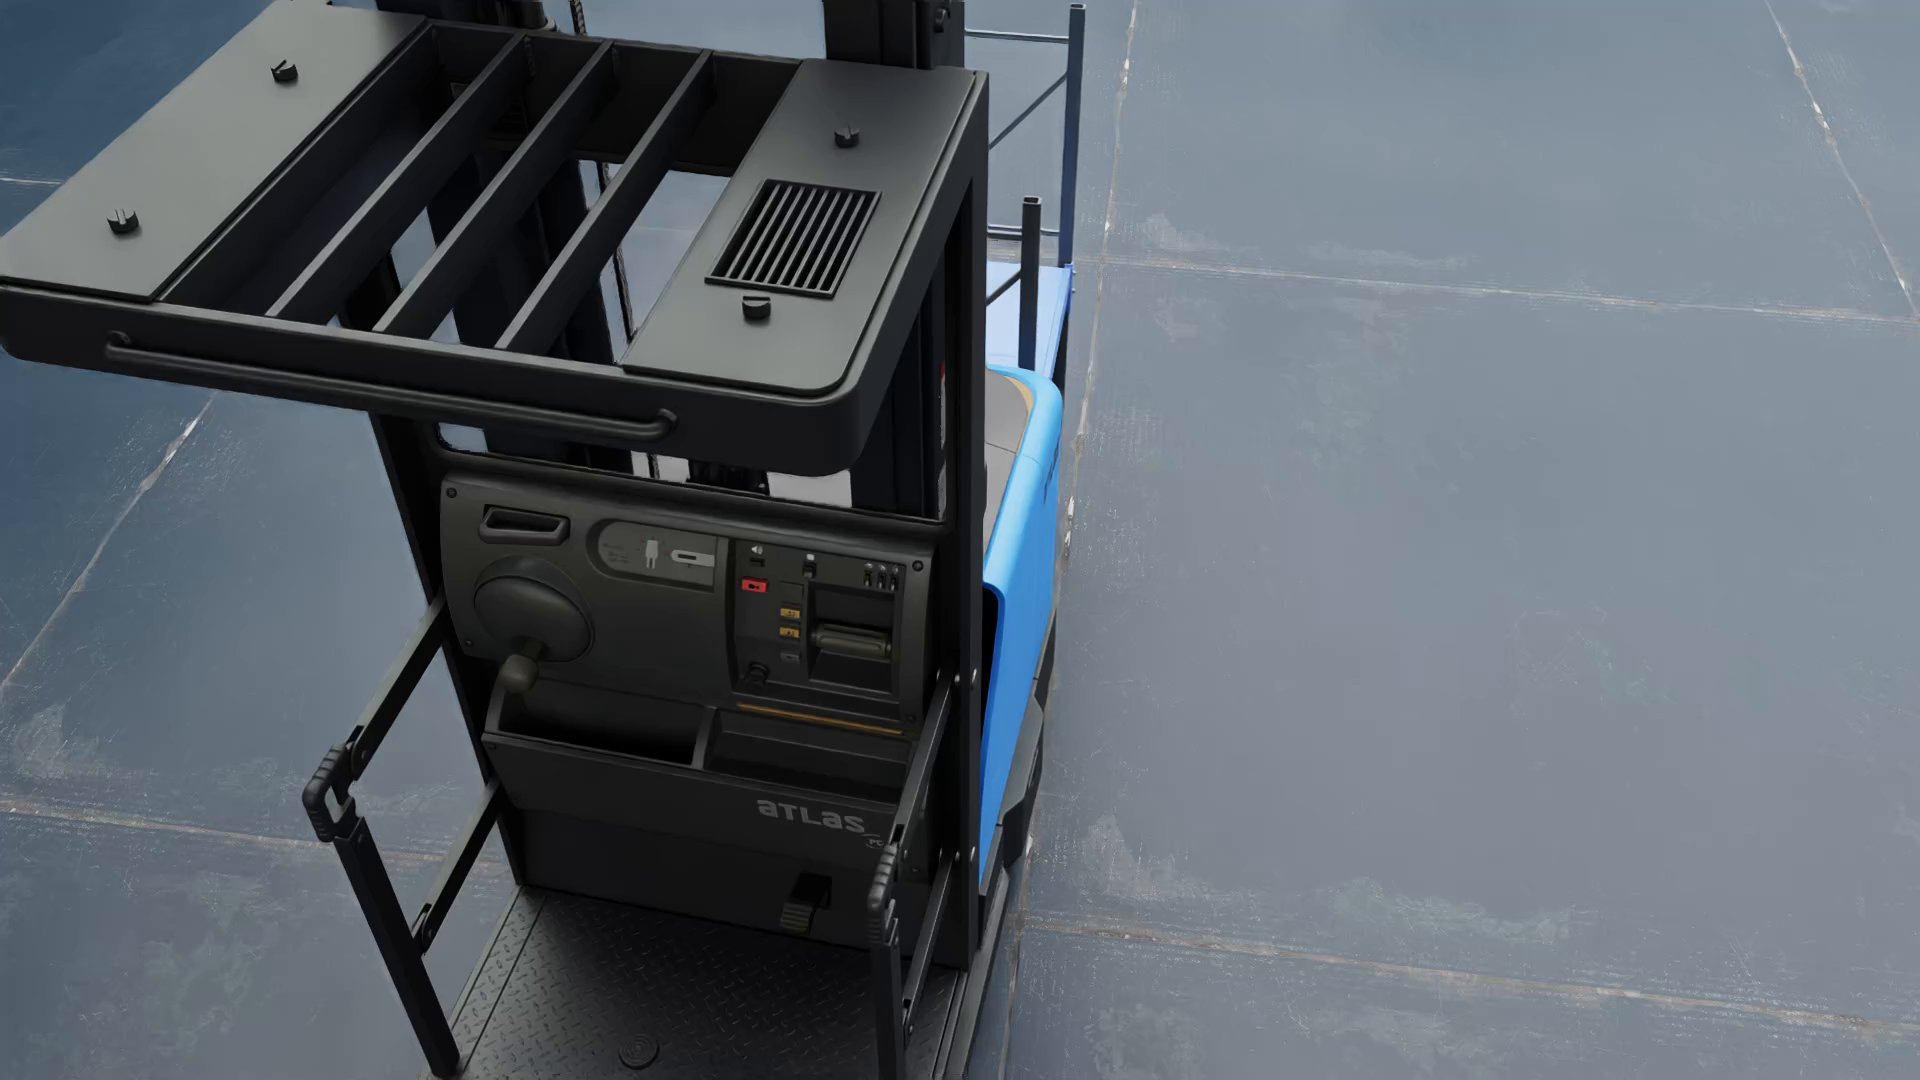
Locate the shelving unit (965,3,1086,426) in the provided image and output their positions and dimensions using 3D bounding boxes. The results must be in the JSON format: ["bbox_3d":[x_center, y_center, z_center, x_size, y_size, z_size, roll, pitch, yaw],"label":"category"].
[{"bbox_3d":[0.024,-0.625,4.820,0.538,1.500,1.048,6,44,7],"label":"shelving unit"}]

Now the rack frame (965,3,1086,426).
[{"bbox_3d":[0.104,-0.970,5.184,0.500,1.500,0.032,6,44,7],"label":"rack frame"}]

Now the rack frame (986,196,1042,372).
[{"bbox_3d":[-0.055,-0.280,4.455,0.500,1.500,0.032,6,44,7],"label":"rack frame"}]

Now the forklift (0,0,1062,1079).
[{"bbox_3d":[-0.553,0.215,2.892,1.130,2.935,3.031,9,44,9],"label":"forklift"}]

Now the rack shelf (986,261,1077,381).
[{"bbox_3d":[0.024,-0.495,4.943,0.538,0.185,1.000,6,44,7],"label":"rack shelf"}]
